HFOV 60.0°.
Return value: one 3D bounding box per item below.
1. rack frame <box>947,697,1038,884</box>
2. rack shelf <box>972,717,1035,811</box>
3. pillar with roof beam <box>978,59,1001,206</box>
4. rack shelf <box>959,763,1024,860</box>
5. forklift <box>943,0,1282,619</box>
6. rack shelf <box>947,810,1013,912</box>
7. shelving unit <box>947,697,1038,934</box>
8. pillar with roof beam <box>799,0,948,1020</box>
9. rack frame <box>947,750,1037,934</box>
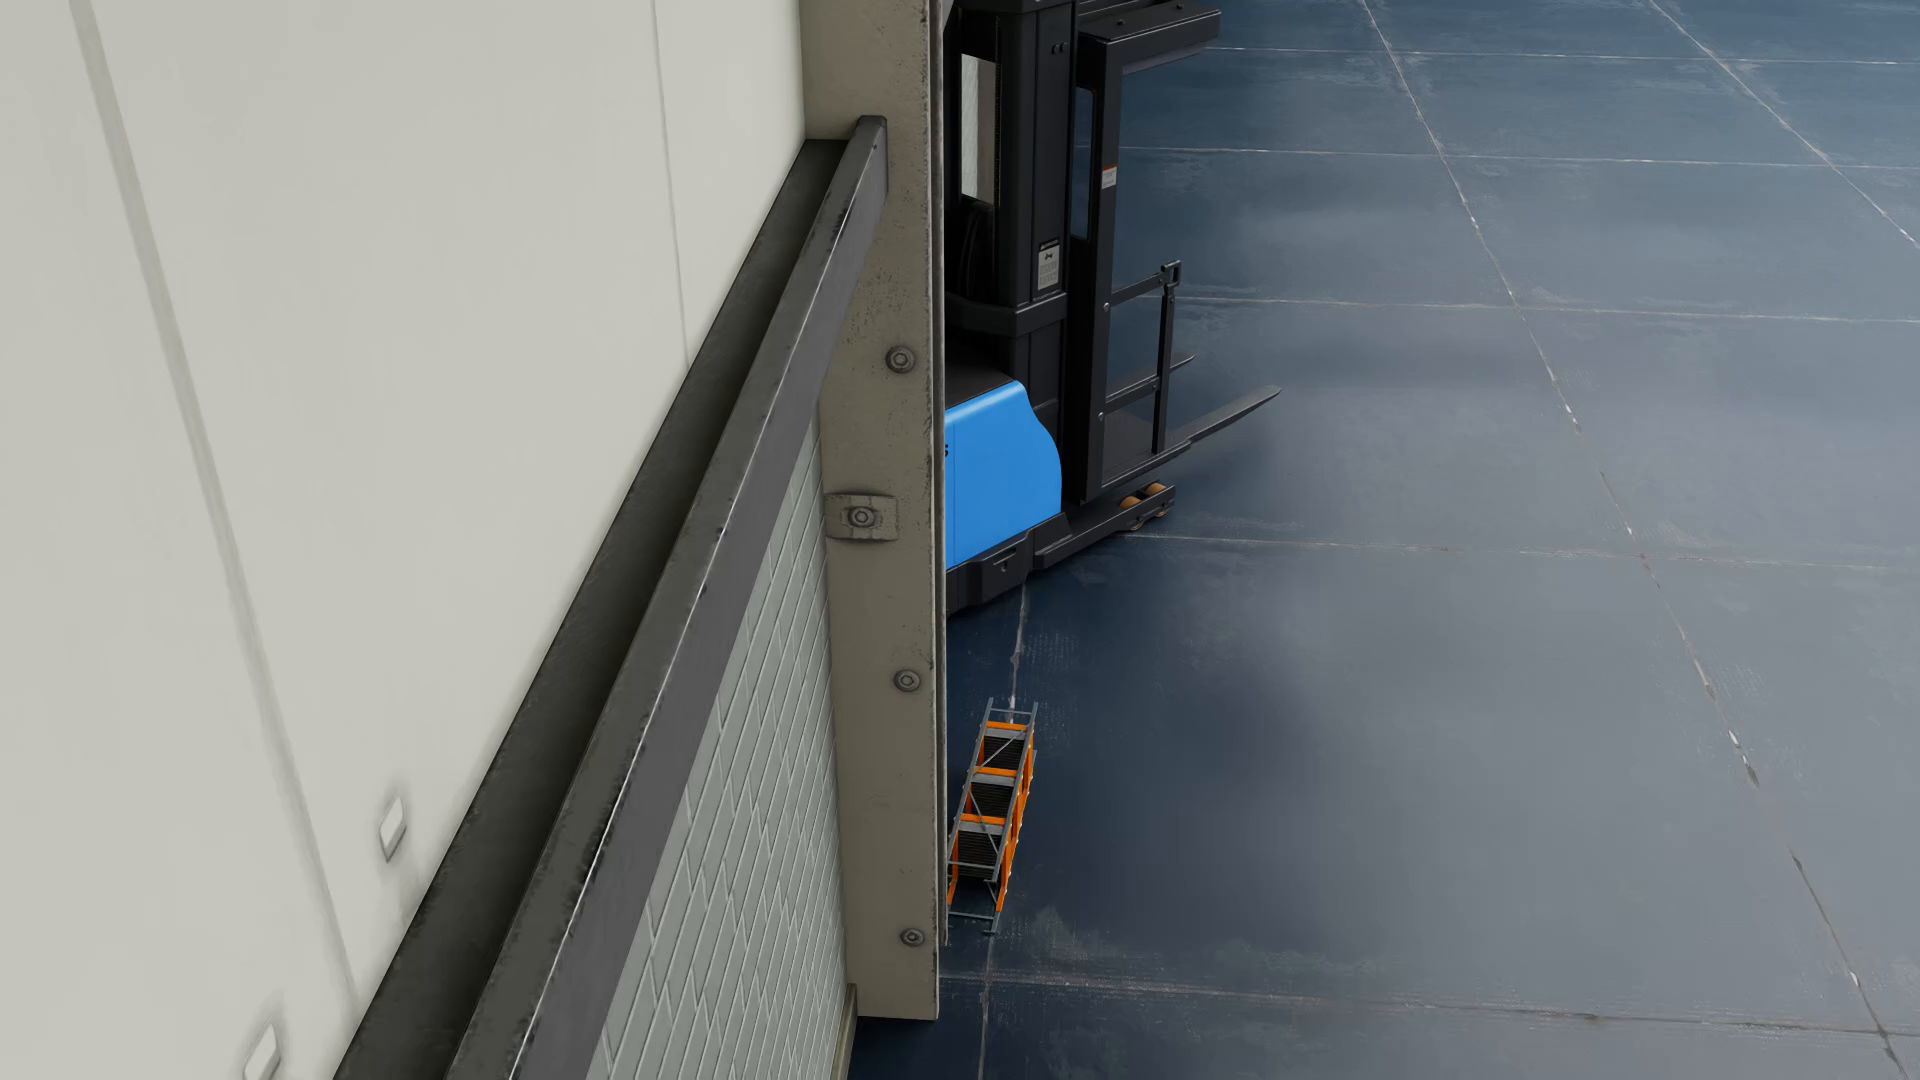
[{"bbox_3d":[0.122,0.920,6.278,0.200,0.008,1.050,5,32,9],"label":"rack frame"},{"bbox_3d":[0.172,0.883,6.571,0.215,0.240,0.259,5,32,9],"label":"rack shelf"},{"bbox_3d":[4.565,-5.273,8.228,9.100,9.000,0.400,2,32,4],"label":"pillar with roof beam"},{"bbox_3d":[0.120,1.030,6.333,0.215,0.240,0.259,5,32,9],"label":"rack shelf"},{"bbox_3d":[0.452,-1.473,7.847,3.031,2.935,1.130,-27,40,-36],"label":"forklift"},{"bbox_3d":[0.070,1.173,6.101,0.215,0.240,0.259,5,32,9],"label":"rack shelf"},{"bbox_3d":[0.122,1.024,6.342,0.215,0.252,1.050,5,32,9],"label":"shelving unit"},{"bbox_3d":[4.076,-2.135,3.137,9.100,9.000,0.400,2,32,4],"label":"pillar with roof beam"},{"bbox_3d":[0.122,1.128,6.406,0.200,0.008,1.050,5,32,9],"label":"rack frame"}]
